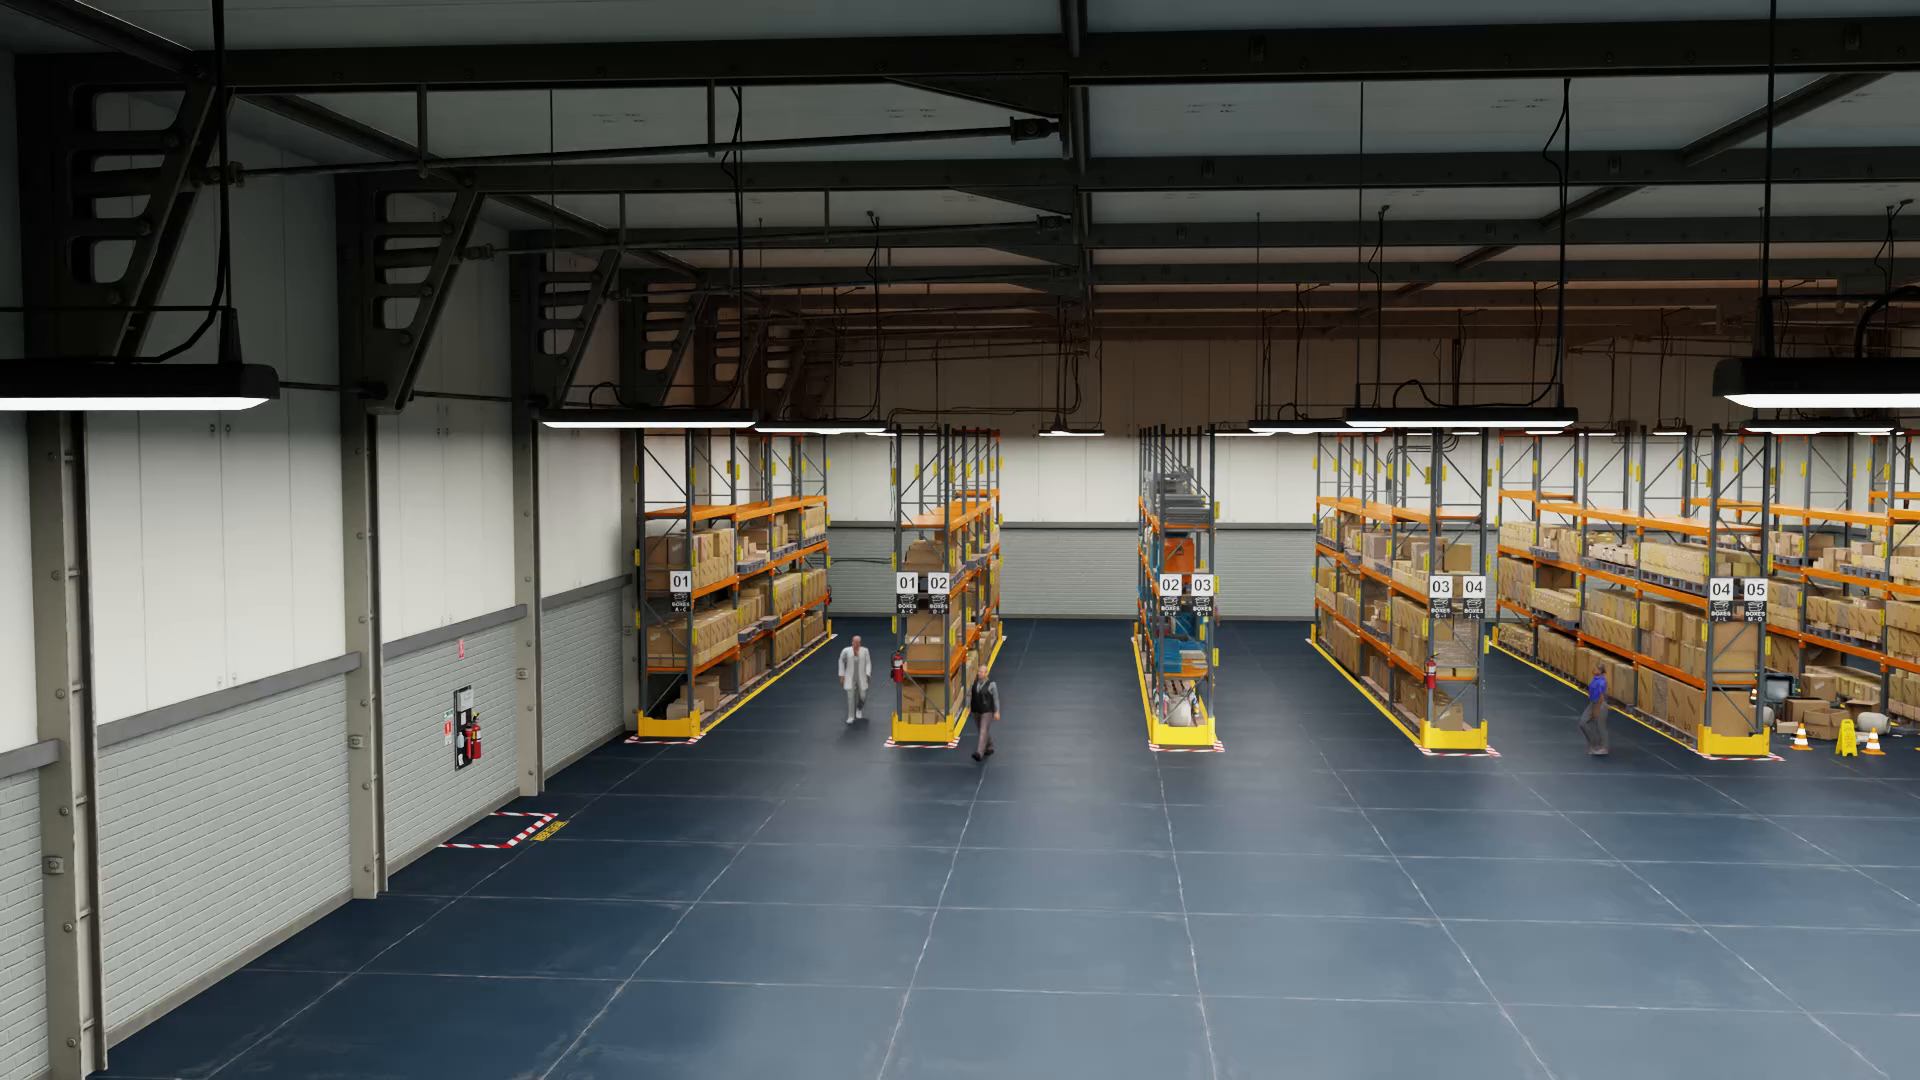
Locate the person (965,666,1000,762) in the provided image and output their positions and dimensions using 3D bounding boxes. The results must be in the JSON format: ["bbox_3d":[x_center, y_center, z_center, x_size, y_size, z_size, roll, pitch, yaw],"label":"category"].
[{"bbox_3d":[0.361,3.115,29.577,0.593,1.563,1.054,3,4,38],"label":"person"}]

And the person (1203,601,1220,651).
[{"bbox_3d":[6.581,2.161,44.166,0.549,1.703,1.121,-1,4,-23],"label":"person"}]

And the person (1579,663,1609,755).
[{"bbox_3d":[11.500,3.107,30.044,0.476,1.624,0.443,-1,4,-16],"label":"person"}]

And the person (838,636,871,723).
[{"bbox_3d":[-2.148,2.799,33.746,0.638,1.765,0.715,-1,4,-14],"label":"person"}]
